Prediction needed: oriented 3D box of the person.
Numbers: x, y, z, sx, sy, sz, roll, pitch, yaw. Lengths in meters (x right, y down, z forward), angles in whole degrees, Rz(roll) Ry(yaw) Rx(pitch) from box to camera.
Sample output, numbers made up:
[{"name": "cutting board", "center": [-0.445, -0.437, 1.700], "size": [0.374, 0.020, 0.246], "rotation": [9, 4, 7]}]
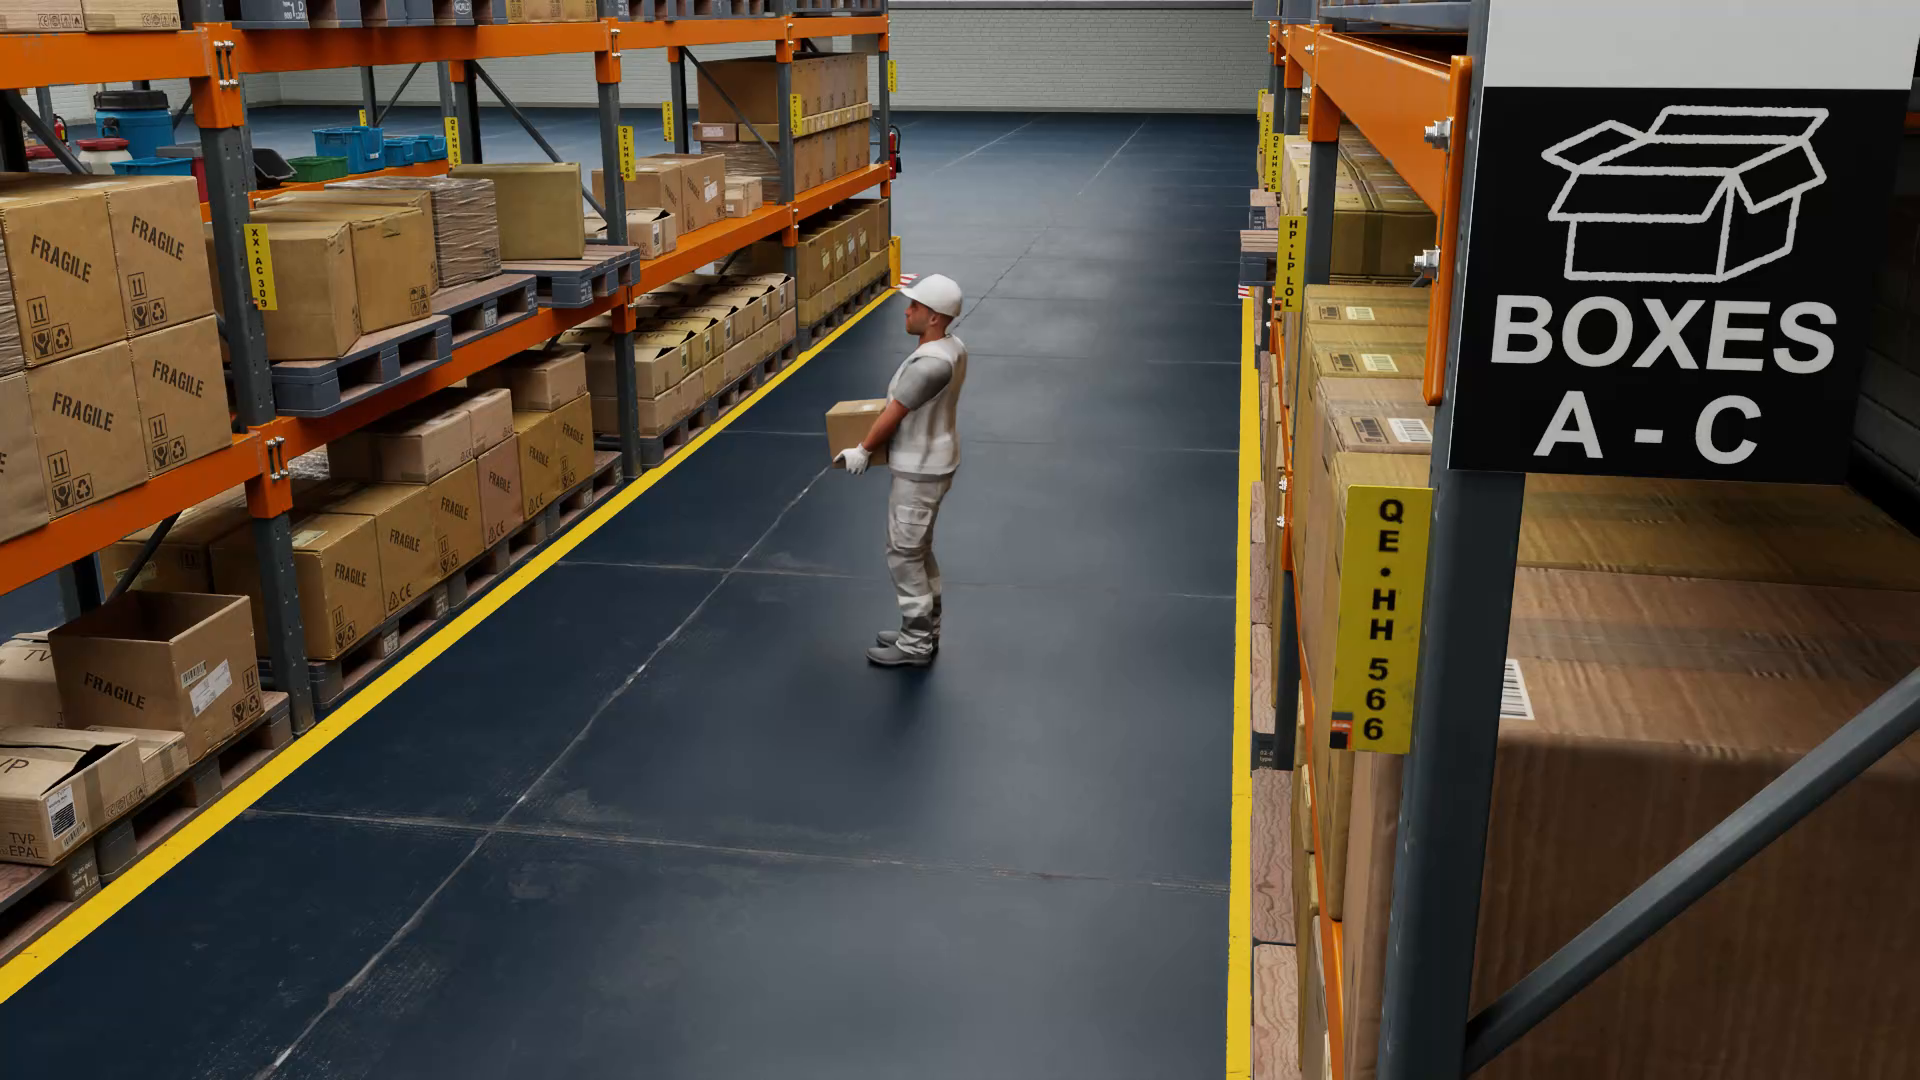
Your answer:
[{"name": "person", "center": [-0.264, -0.306, 7.484], "size": [0.563, 1.782, 0.493], "rotation": [3, 18, 9]}]
